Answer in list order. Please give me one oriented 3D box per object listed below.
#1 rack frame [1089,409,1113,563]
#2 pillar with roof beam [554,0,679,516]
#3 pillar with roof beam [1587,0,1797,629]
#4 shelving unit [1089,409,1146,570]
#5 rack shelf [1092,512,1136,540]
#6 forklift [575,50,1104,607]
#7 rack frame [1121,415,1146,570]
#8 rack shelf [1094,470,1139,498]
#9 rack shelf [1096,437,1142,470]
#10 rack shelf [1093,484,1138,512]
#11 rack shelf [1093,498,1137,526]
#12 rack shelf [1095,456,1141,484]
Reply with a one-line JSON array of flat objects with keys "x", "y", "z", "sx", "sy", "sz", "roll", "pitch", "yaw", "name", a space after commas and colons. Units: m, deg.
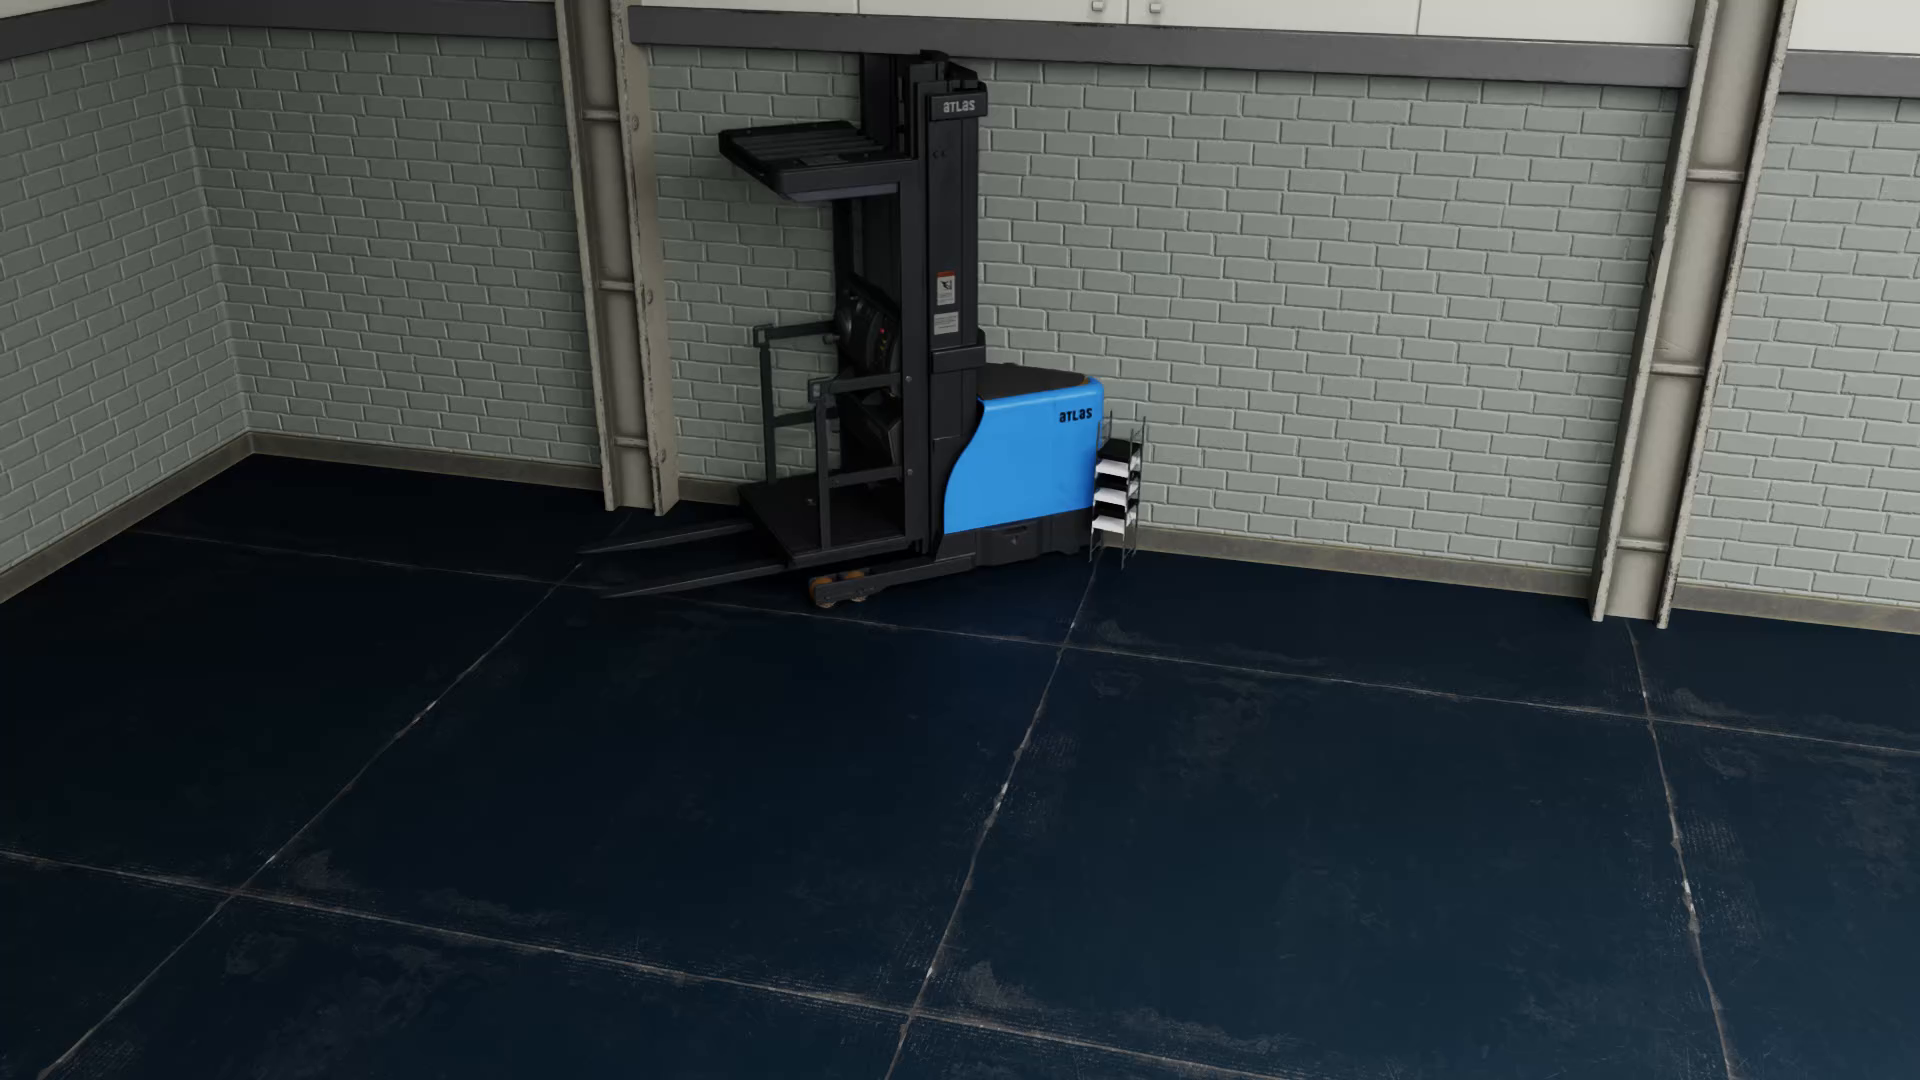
[{"x": 0.835, "y": -0.315, "z": 9.853, "sx": 0.006, "sy": 0.900, "sz": 0.240, "roll": 12, "pitch": 28, "yaw": 21, "name": "rack frame"}, {"x": -3.118, "y": -2.506, "z": 5.046, "sx": 0.400, "sy": 9.000, "sz": 9.100, "roll": 6, "pitch": 26, "yaw": 13, "name": "pillar with roof beam"}, {"x": 2.693, "y": -1.864, "z": 3.697, "sx": 0.400, "sy": 9.000, "sz": 9.100, "roll": 6, "pitch": 26, "yaw": 13, "name": "pillar with roof beam"}, {"x": 0.928, "y": -0.294, "z": 9.816, "sx": 0.210, "sy": 0.900, "sz": 0.258, "roll": 12, "pitch": 28, "yaw": 21, "name": "shelving unit"}, {"x": 0.923, "y": -0.103, "z": 9.909, "sx": 0.200, "sy": 0.077, "sz": 0.258, "roll": 12, "pitch": 28, "yaw": 21, "name": "rack shelf"}, {"x": -0.710, "y": -1.199, "z": 9.359, "sx": 3.031, "sy": 2.935, "sz": 1.130, "roll": -11, "pitch": 27, "yaw": -21, "name": "forklift"}, {"x": 1.020, "y": -0.274, "z": 9.779, "sx": 0.006, "sy": 0.900, "sz": 0.240, "roll": 12, "pitch": 28, "yaw": 21, "name": "rack frame"}, {"x": 0.929, "y": -0.345, "z": 9.791, "sx": 0.200, "sy": 0.077, "sz": 0.258, "roll": 12, "pitch": 28, "yaw": 21, "name": "rack shelf"}, {"x": 0.933, "y": -0.507, "z": 9.712, "sx": 0.200, "sy": 0.077, "sz": 0.258, "roll": 12, "pitch": 28, "yaw": 21, "name": "rack shelf"}, {"x": 0.927, "y": -0.265, "z": 9.831, "sx": 0.200, "sy": 0.077, "sz": 0.258, "roll": 12, "pitch": 28, "yaw": 21, "name": "rack shelf"}, {"x": 0.925, "y": -0.184, "z": 9.870, "sx": 0.200, "sy": 0.077, "sz": 0.258, "roll": 12, "pitch": 28, "yaw": 21, "name": "rack shelf"}, {"x": 0.931, "y": -0.426, "z": 9.752, "sx": 0.200, "sy": 0.077, "sz": 0.258, "roll": 12, "pitch": 28, "yaw": 21, "name": "rack shelf"}]
